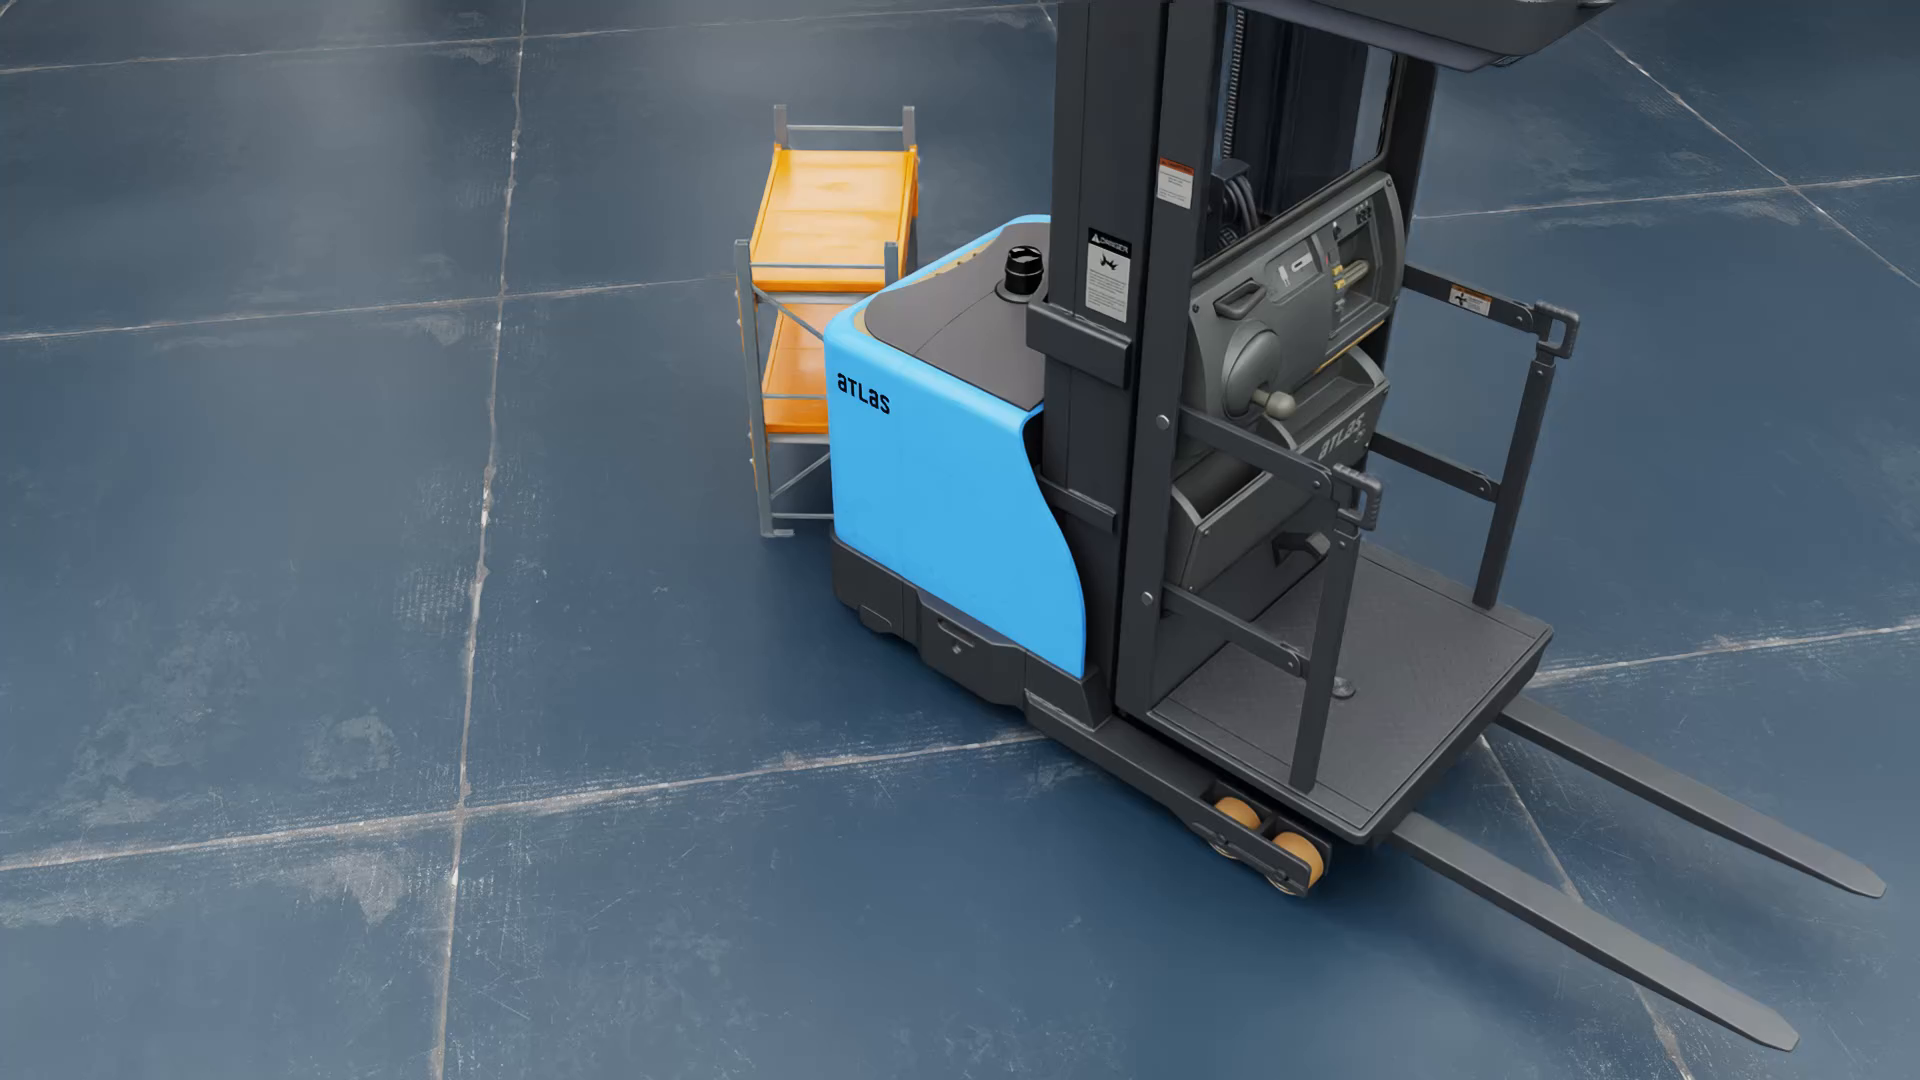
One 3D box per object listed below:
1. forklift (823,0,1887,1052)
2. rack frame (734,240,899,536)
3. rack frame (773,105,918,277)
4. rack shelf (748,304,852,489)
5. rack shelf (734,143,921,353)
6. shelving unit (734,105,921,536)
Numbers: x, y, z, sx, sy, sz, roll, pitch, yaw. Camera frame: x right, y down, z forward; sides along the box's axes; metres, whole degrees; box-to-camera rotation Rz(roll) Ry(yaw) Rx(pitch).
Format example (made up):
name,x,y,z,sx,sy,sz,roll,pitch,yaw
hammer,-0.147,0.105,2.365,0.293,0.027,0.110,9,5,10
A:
name,x,y,z,sx,sy,sz,roll,pitch,yaw
forklift,1.021,-0.564,4.087,3.031,2.935,1.130,29,46,32
rack frame,-0.440,-0.464,5.430,0.500,1.125,0.032,1,38,1
rack frame,-0.410,-1.087,6.233,0.500,1.125,0.032,1,38,1
rack shelf,-0.425,-0.583,5.982,0.538,0.278,1.000,1,38,1
rack shelf,-0.425,-1.007,5.652,0.538,0.278,1.000,1,38,1
shelving unit,-0.425,-0.776,5.832,0.538,1.125,1.048,1,38,1
